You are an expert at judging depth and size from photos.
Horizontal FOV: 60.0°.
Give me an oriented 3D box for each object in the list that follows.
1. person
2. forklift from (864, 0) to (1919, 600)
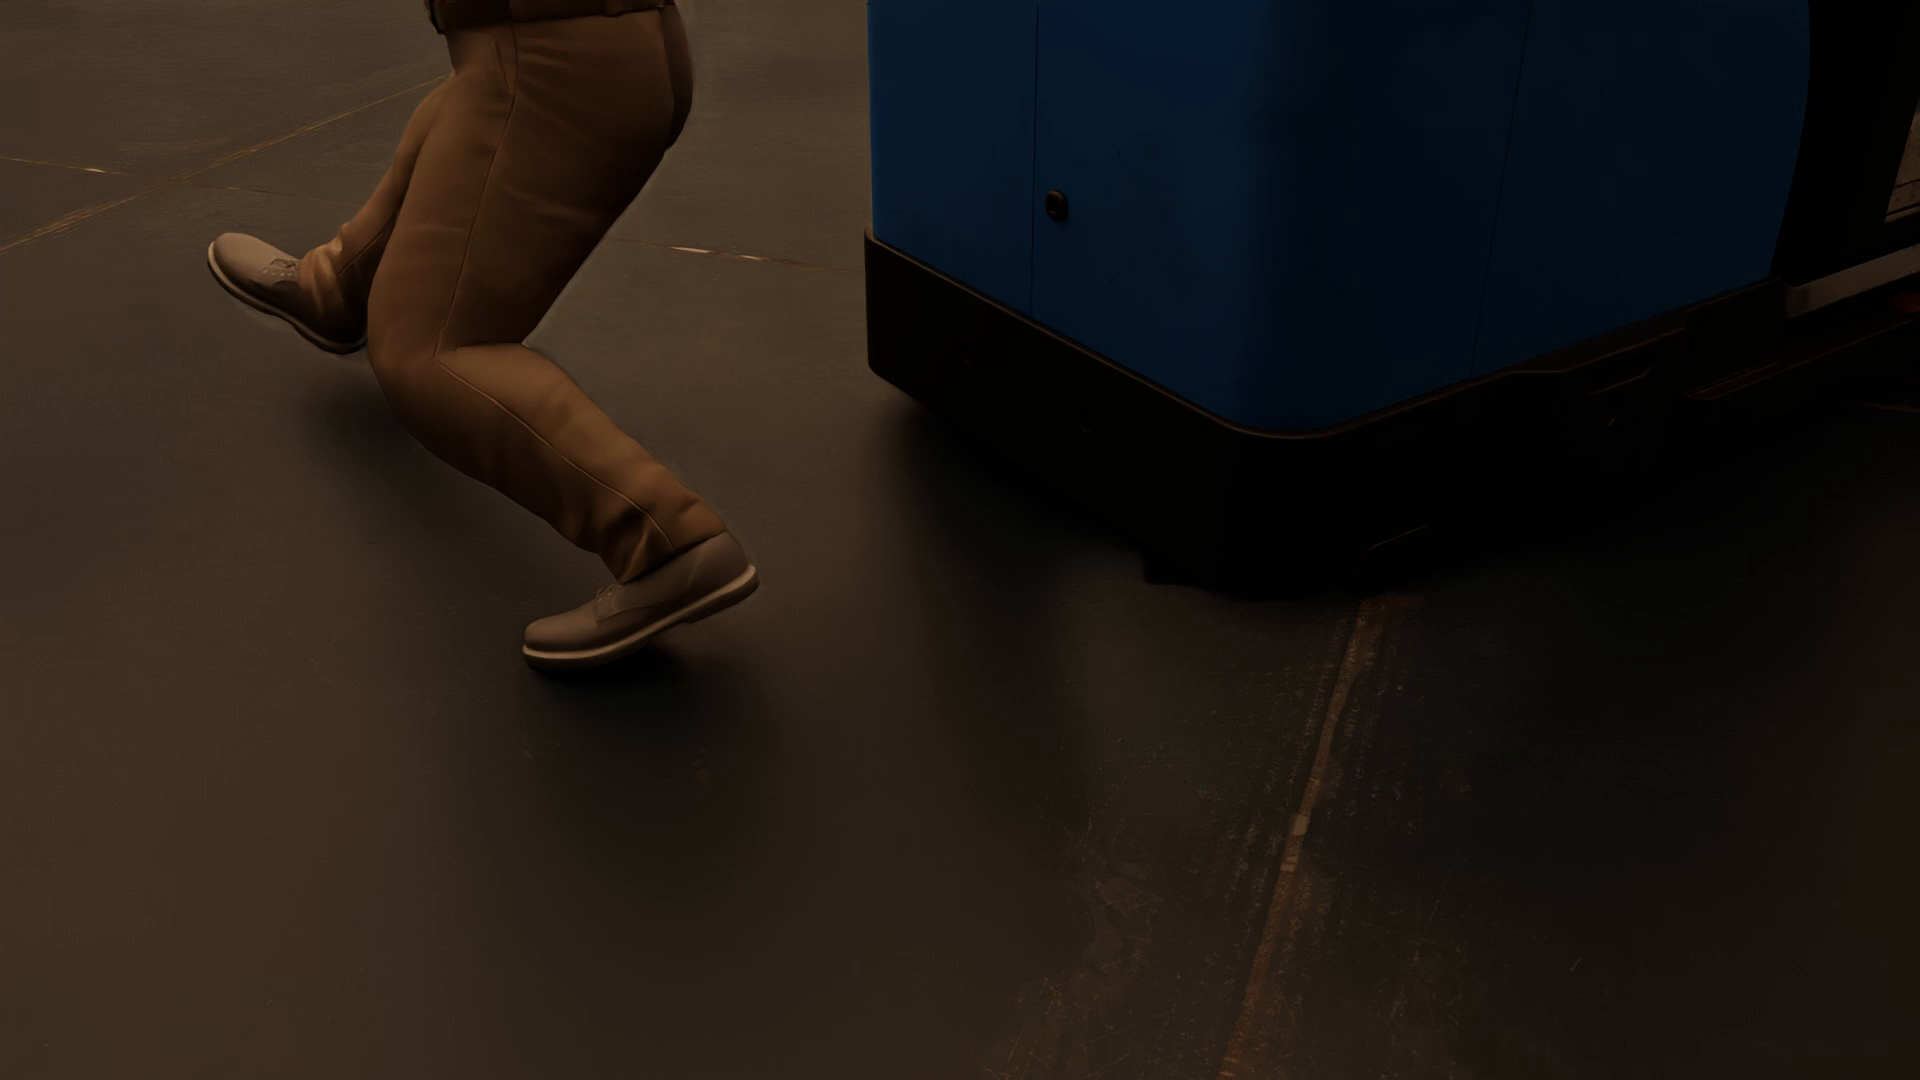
[{"bbox_3d":[-0.821,-0.701,2.316,1.127,1.428,1.082,2,30,3],"label":"person"},{"bbox_3d":[1.343,-1.747,2.611,3.031,2.935,1.130,-19,35,-30],"label":"forklift"}]
